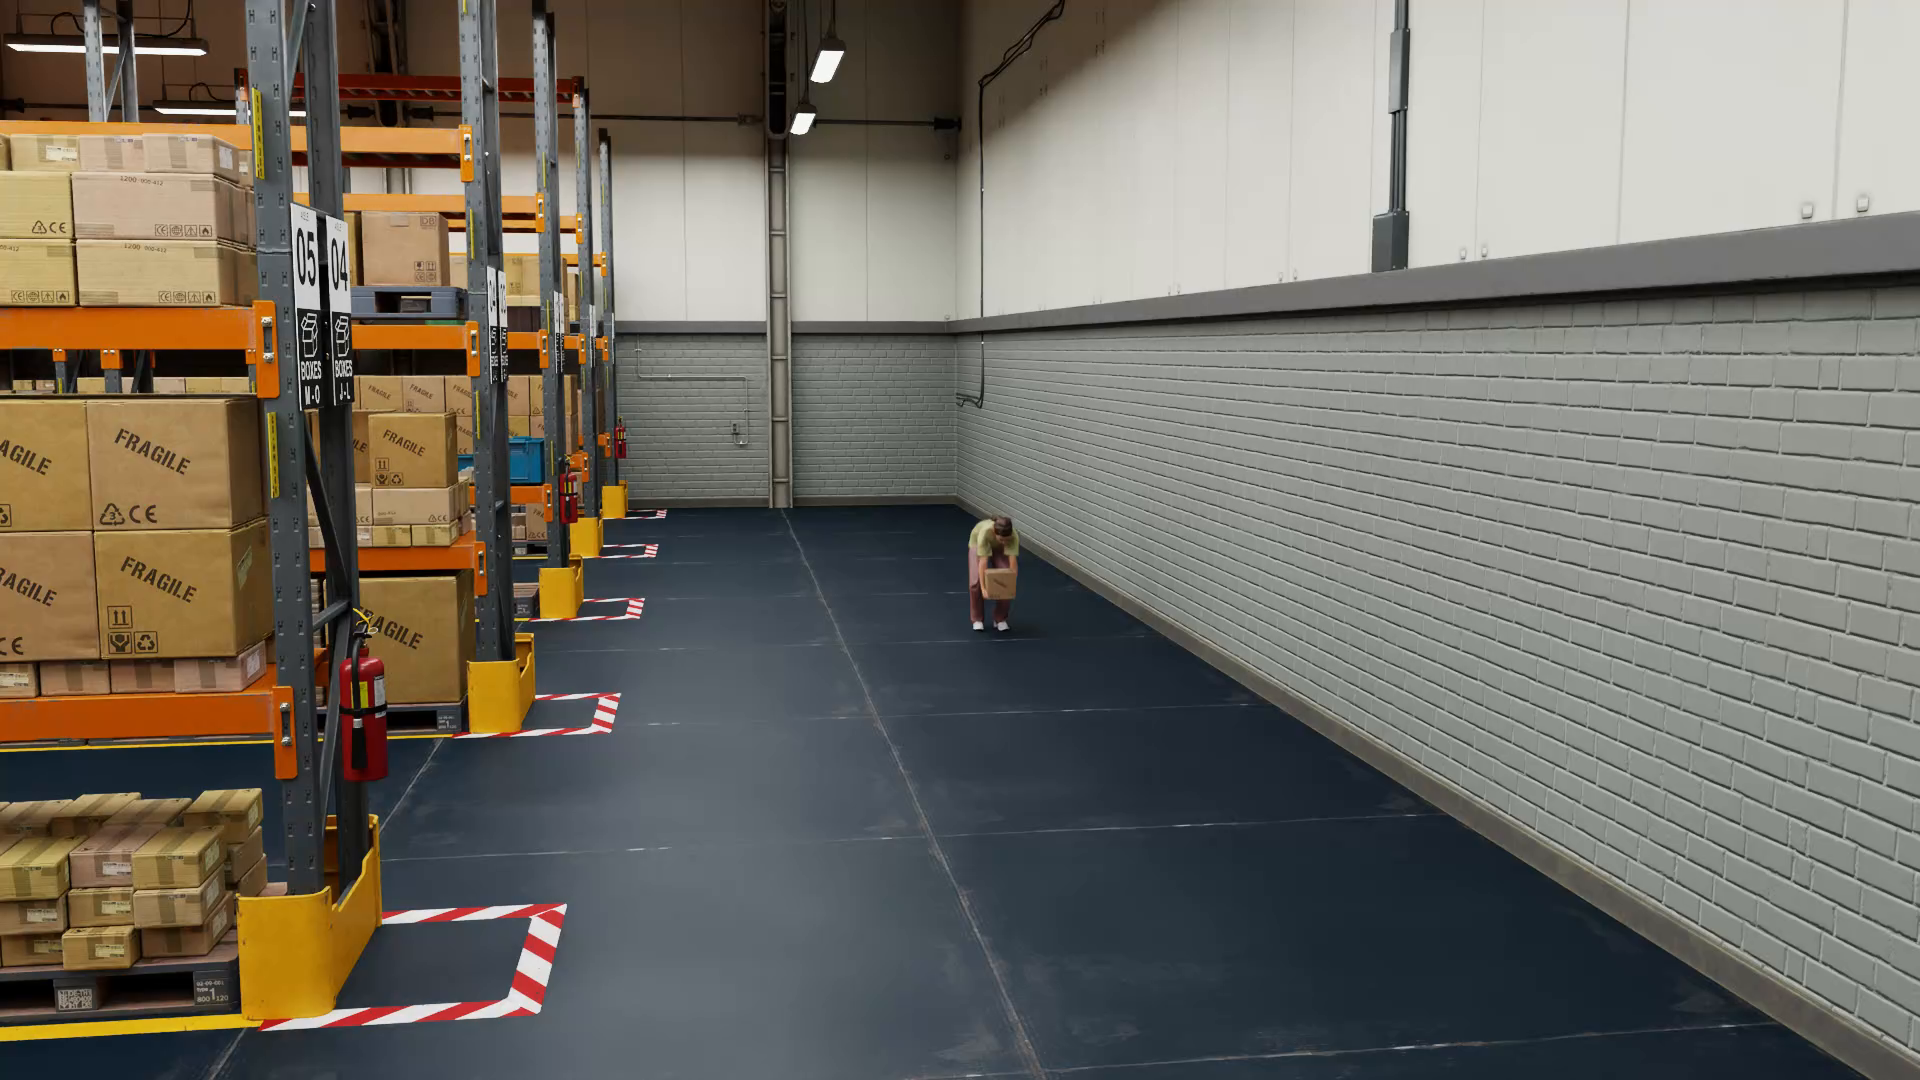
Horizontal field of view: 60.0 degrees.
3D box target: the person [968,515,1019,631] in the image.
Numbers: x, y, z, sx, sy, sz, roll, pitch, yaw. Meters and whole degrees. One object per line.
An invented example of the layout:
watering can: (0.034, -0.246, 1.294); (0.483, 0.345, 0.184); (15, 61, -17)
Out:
person: (0.317, 0.305, 15.574); (0.439, 1.124, 0.857); (-1, 7, -11)
